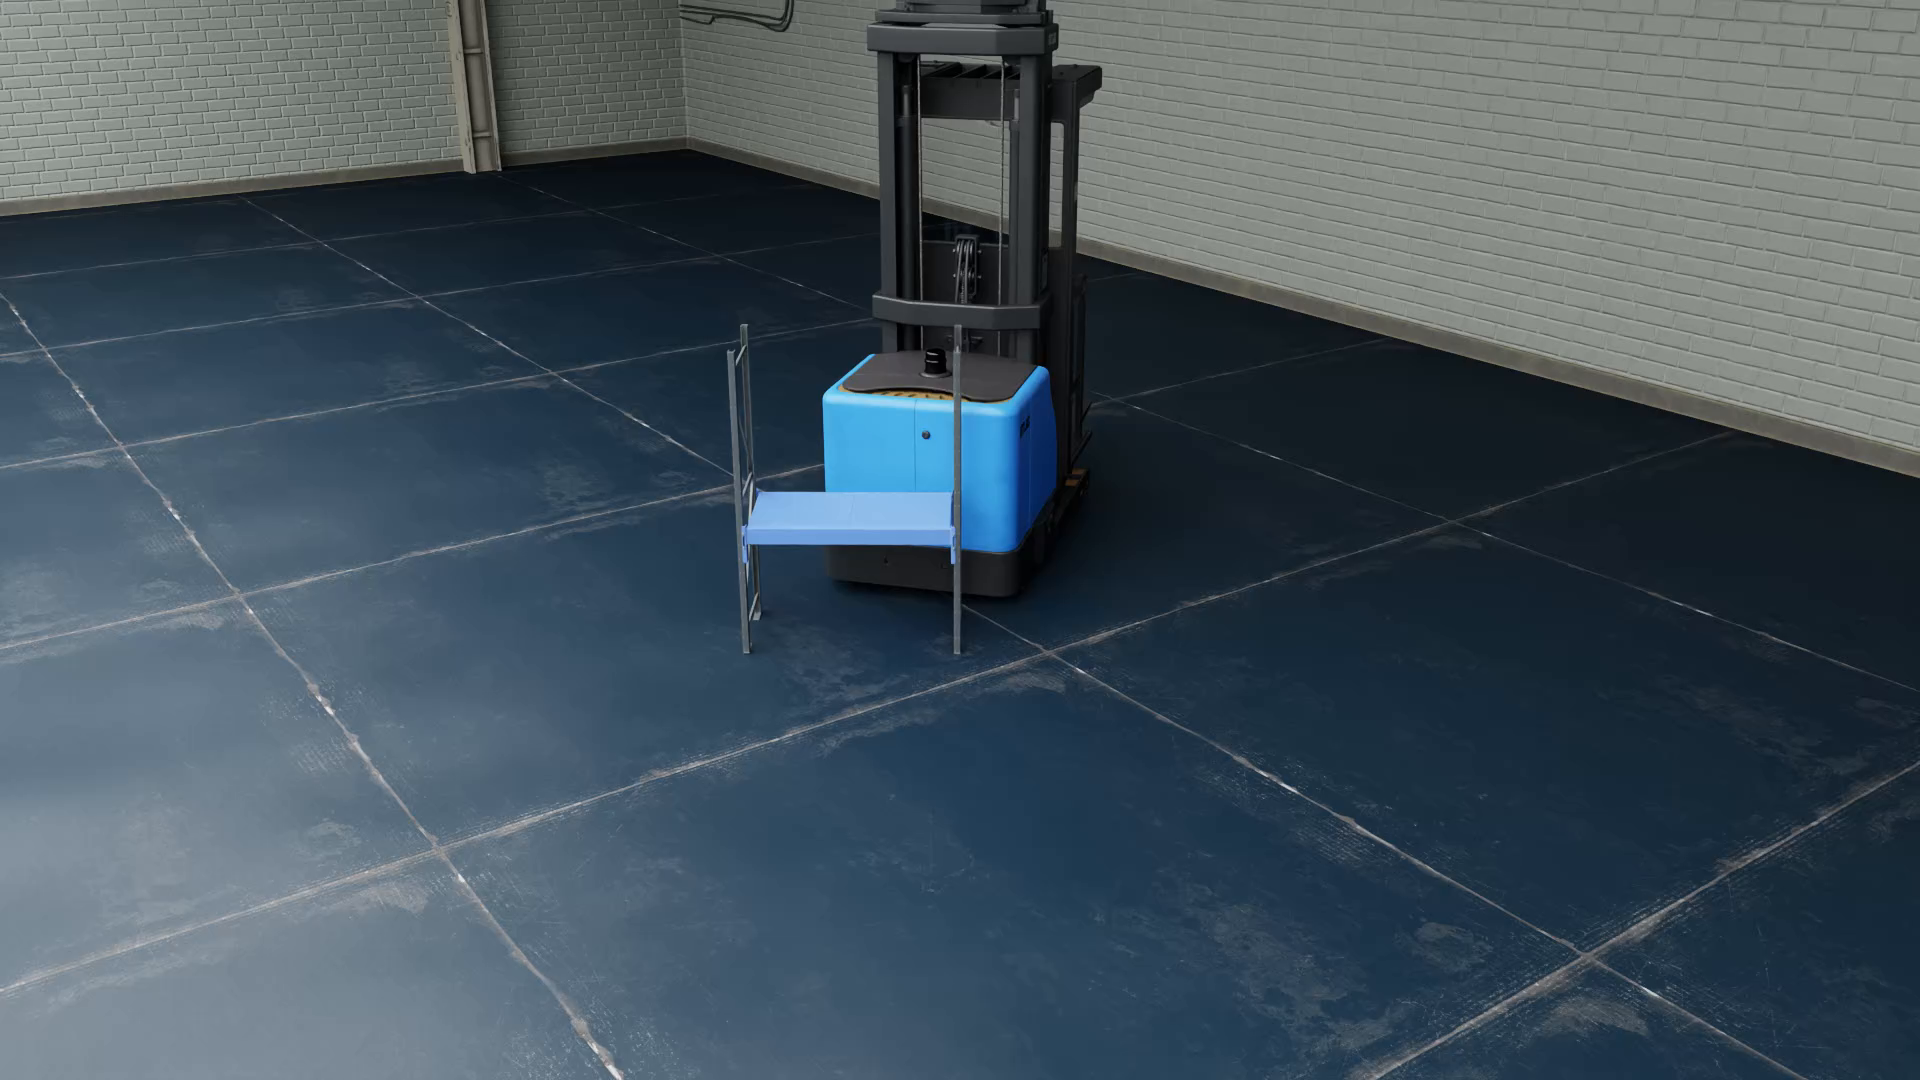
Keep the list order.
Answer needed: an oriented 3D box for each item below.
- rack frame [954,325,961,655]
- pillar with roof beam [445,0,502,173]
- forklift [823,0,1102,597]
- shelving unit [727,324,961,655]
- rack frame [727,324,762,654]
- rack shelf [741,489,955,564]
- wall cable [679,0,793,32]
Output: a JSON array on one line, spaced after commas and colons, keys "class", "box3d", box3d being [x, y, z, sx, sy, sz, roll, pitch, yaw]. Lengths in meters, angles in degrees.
[{"class": "rack frame", "box3d": [-0.011, -0.236, 7.963, 0.032, 1.500, 0.500, 0, 22, 0]}, {"class": "pillar with roof beam", "box3d": [-3.574, -7.599, 16.298, 0.400, 9.000, 9.100, -15, 26, -33]}, {"class": "forklift", "box3d": [0.162, -1.587, 9.419, 1.130, 2.935, 3.031, 6, 22, 14]}, {"class": "shelving unit", "box3d": [-0.519, -0.237, 7.967, 1.048, 1.500, 0.538, 0, 22, 0]}, {"class": "rack frame", "box3d": [-1.028, -0.239, 7.971, 0.032, 1.500, 0.500, 0, 22, 0]}, {"class": "rack shelf", "box3d": [-0.519, -0.070, 8.034, 1.000, 0.185, 0.538, 0, 22, 0]}, {"class": "wall cable", "box3d": [-2.924, -7.692, 20.721, 0.112, 2.526, 3.097, -15, 26, -33]}]
